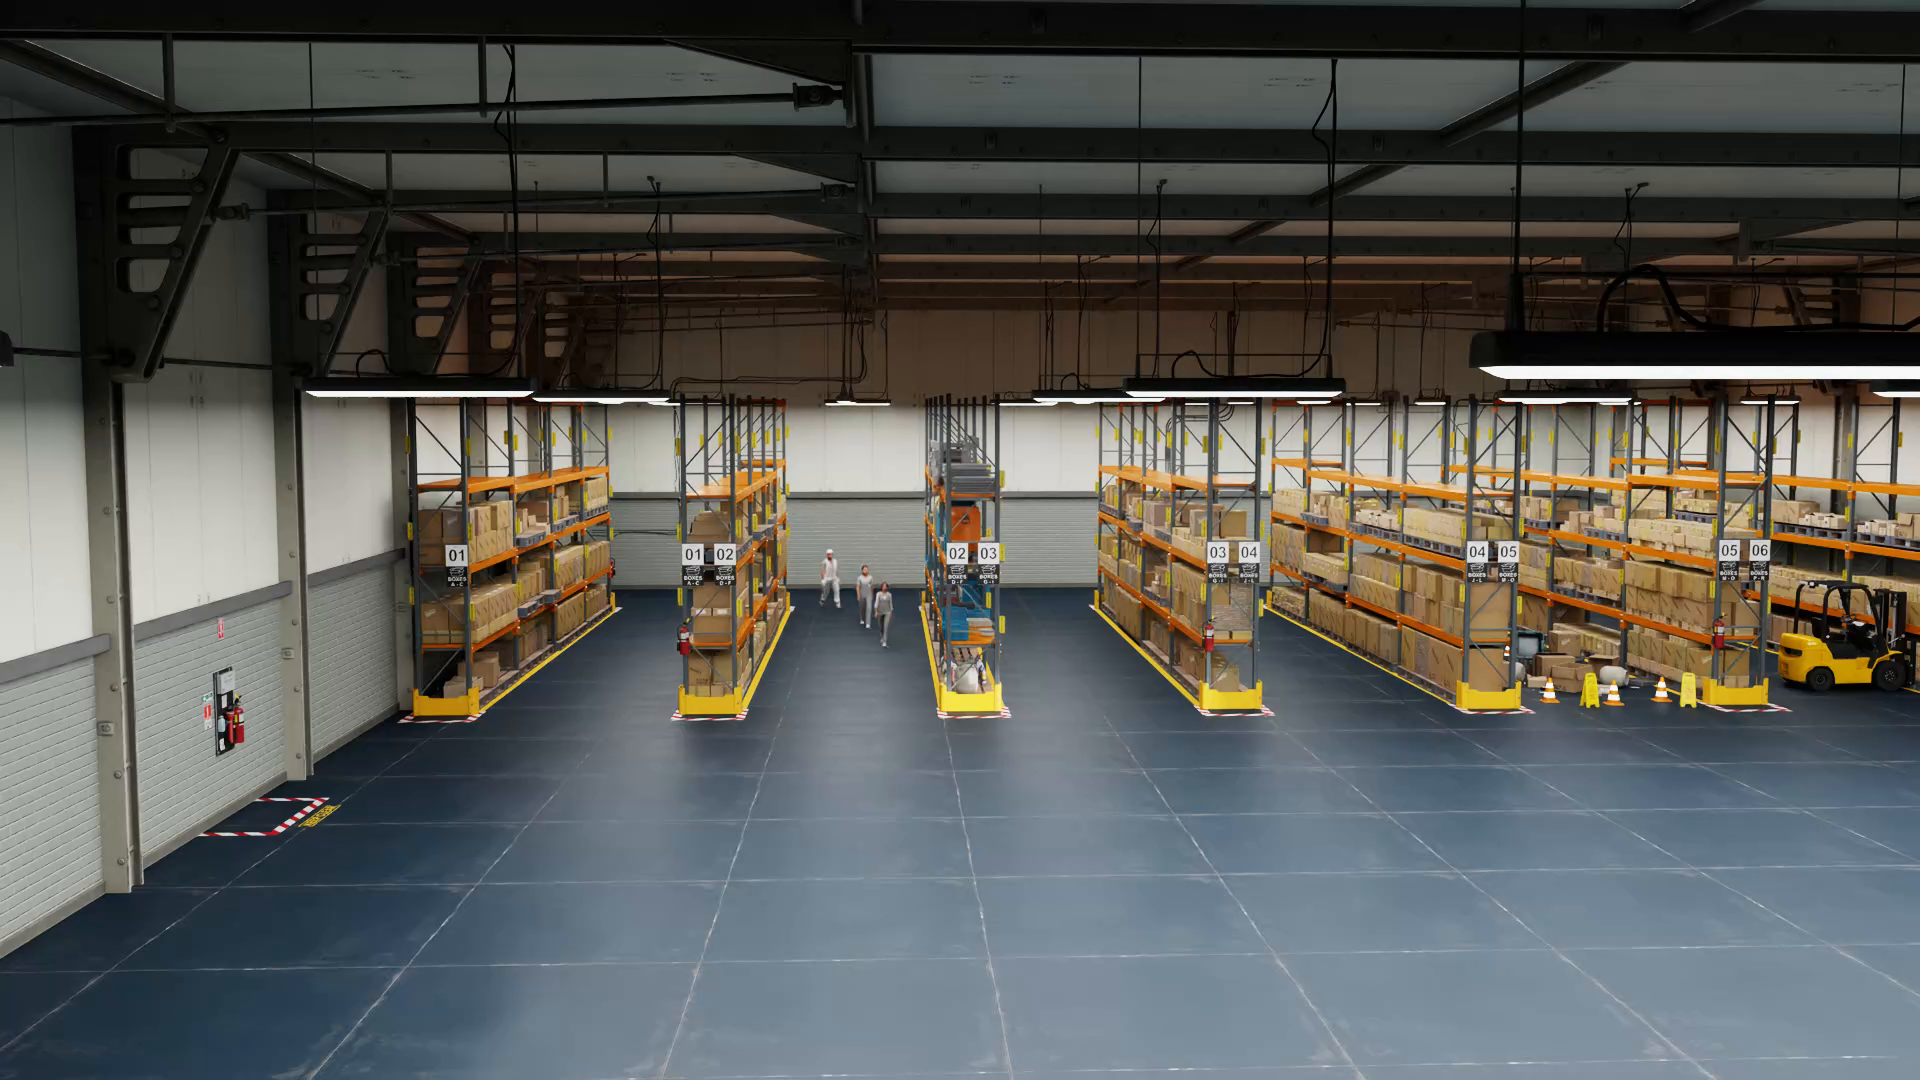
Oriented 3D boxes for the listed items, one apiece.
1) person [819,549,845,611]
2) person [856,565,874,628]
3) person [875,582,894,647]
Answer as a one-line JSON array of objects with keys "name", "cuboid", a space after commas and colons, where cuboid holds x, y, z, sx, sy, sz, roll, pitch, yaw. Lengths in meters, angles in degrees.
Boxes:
[{"name": "person", "cuboid": [-3.642, 1.132, 47.215, 0.668, 1.745, 1.063, -3, 5, -34]}, {"name": "person", "cuboid": [-2.476, 1.473, 43.492, 0.465, 1.621, 1.030, 0, 5, -2]}, {"name": "person", "cuboid": [-1.836, 1.780, 40.112, 0.431, 1.544, 0.902, 1, 5, 10]}]
